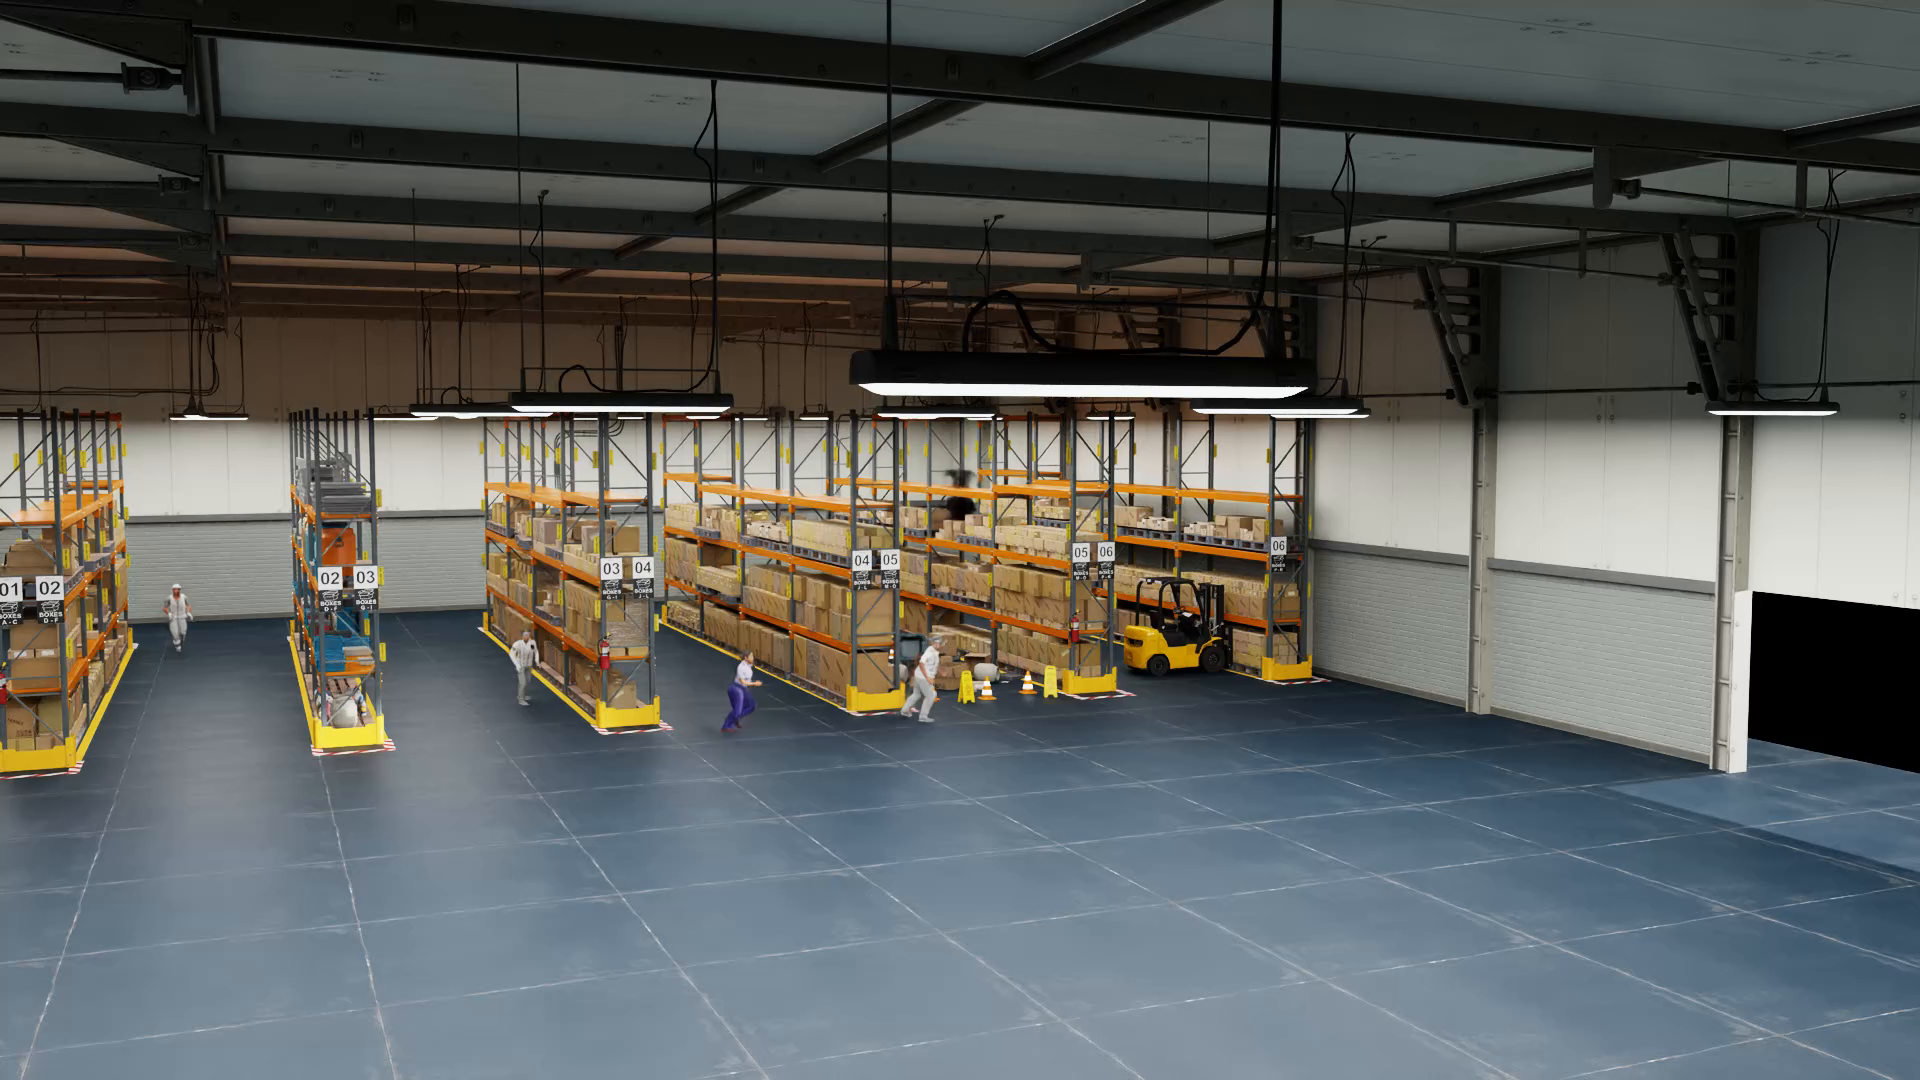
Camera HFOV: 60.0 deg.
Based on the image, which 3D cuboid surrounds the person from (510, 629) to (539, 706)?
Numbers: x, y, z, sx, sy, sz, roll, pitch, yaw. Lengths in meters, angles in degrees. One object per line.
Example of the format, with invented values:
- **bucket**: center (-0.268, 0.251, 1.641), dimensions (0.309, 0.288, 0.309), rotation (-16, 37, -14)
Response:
- **person**: center (-8.882, 2.562, 33.856), dimensions (0.844, 1.594, 0.624), rotation (4, 6, 44)

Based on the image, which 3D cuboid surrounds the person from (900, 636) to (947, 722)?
- **person**: center (-0.702, 2.655, 31.964), dimensions (0.907, 1.678, 0.711), rotation (0, 4, -1)

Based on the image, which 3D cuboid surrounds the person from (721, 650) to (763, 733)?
- **person**: center (-4.032, 2.804, 30.790), dimensions (0.795, 1.551, 0.605), rotation (1, 4, 10)

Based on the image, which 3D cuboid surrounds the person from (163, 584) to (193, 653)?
- **person**: center (-19.541, 1.952, 41.544), dimensions (0.659, 1.728, 0.643), rotation (-2, 5, -29)
